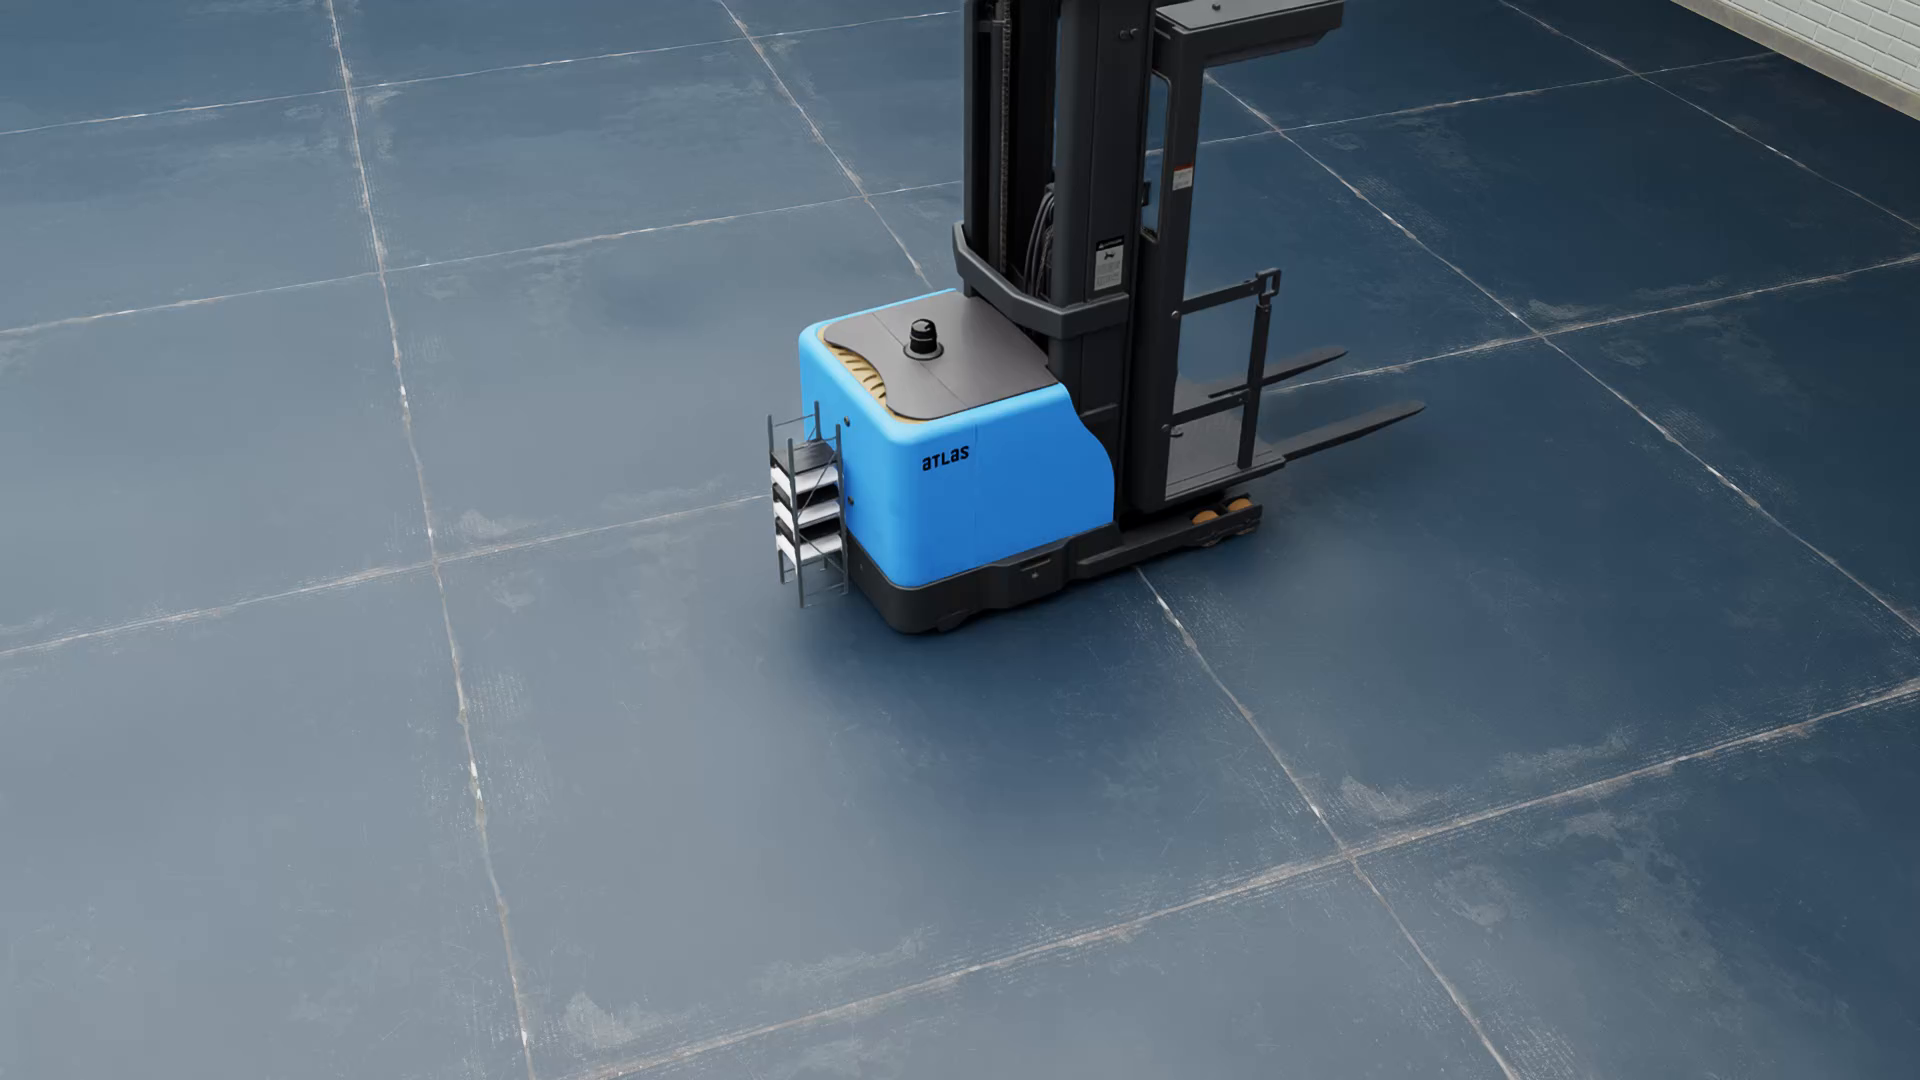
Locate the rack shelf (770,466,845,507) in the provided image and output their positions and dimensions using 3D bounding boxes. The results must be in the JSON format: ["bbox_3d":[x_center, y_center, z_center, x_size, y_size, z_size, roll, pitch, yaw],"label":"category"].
[{"bbox_3d":[-0.652,-0.259,7.102,0.258,0.077,0.200,-19,41,-23],"label":"rack shelf"}]

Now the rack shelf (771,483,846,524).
[{"bbox_3d":[-0.652,-0.187,7.156,0.258,0.077,0.200,-19,41,-23],"label":"rack shelf"}]

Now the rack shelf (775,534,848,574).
[{"bbox_3d":[-0.652,0.029,7.319,0.258,0.077,0.200,-19,41,-23],"label":"rack shelf"}]

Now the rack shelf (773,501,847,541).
[{"bbox_3d":[-0.652,-0.115,7.210,0.258,0.077,0.200,-19,41,-23],"label":"rack shelf"}]

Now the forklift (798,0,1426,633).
[{"bbox_3d":[0.830,-1.403,7.176,3.031,2.935,1.130,-18,41,-22],"label":"forklift"}]

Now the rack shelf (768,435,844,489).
[{"bbox_3d":[-0.652,-0.331,7.048,0.258,0.077,0.200,-19,41,-23],"label":"rack shelf"}]

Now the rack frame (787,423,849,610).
[{"bbox_3d":[-0.602,-0.089,7.120,0.240,0.900,0.006,-19,41,-23],"label":"rack frame"}]

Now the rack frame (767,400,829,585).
[{"bbox_3d":[-0.702,-0.195,7.261,0.240,0.900,0.006,-19,41,-23],"label":"rack frame"}]

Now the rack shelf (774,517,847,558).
[{"bbox_3d":[-0.652,-0.043,7.265,0.258,0.077,0.200,-19,41,-23],"label":"rack shelf"}]

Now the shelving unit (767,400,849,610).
[{"bbox_3d":[-0.652,-0.142,7.190,0.258,0.900,0.210,-19,41,-23],"label":"shelving unit"}]
